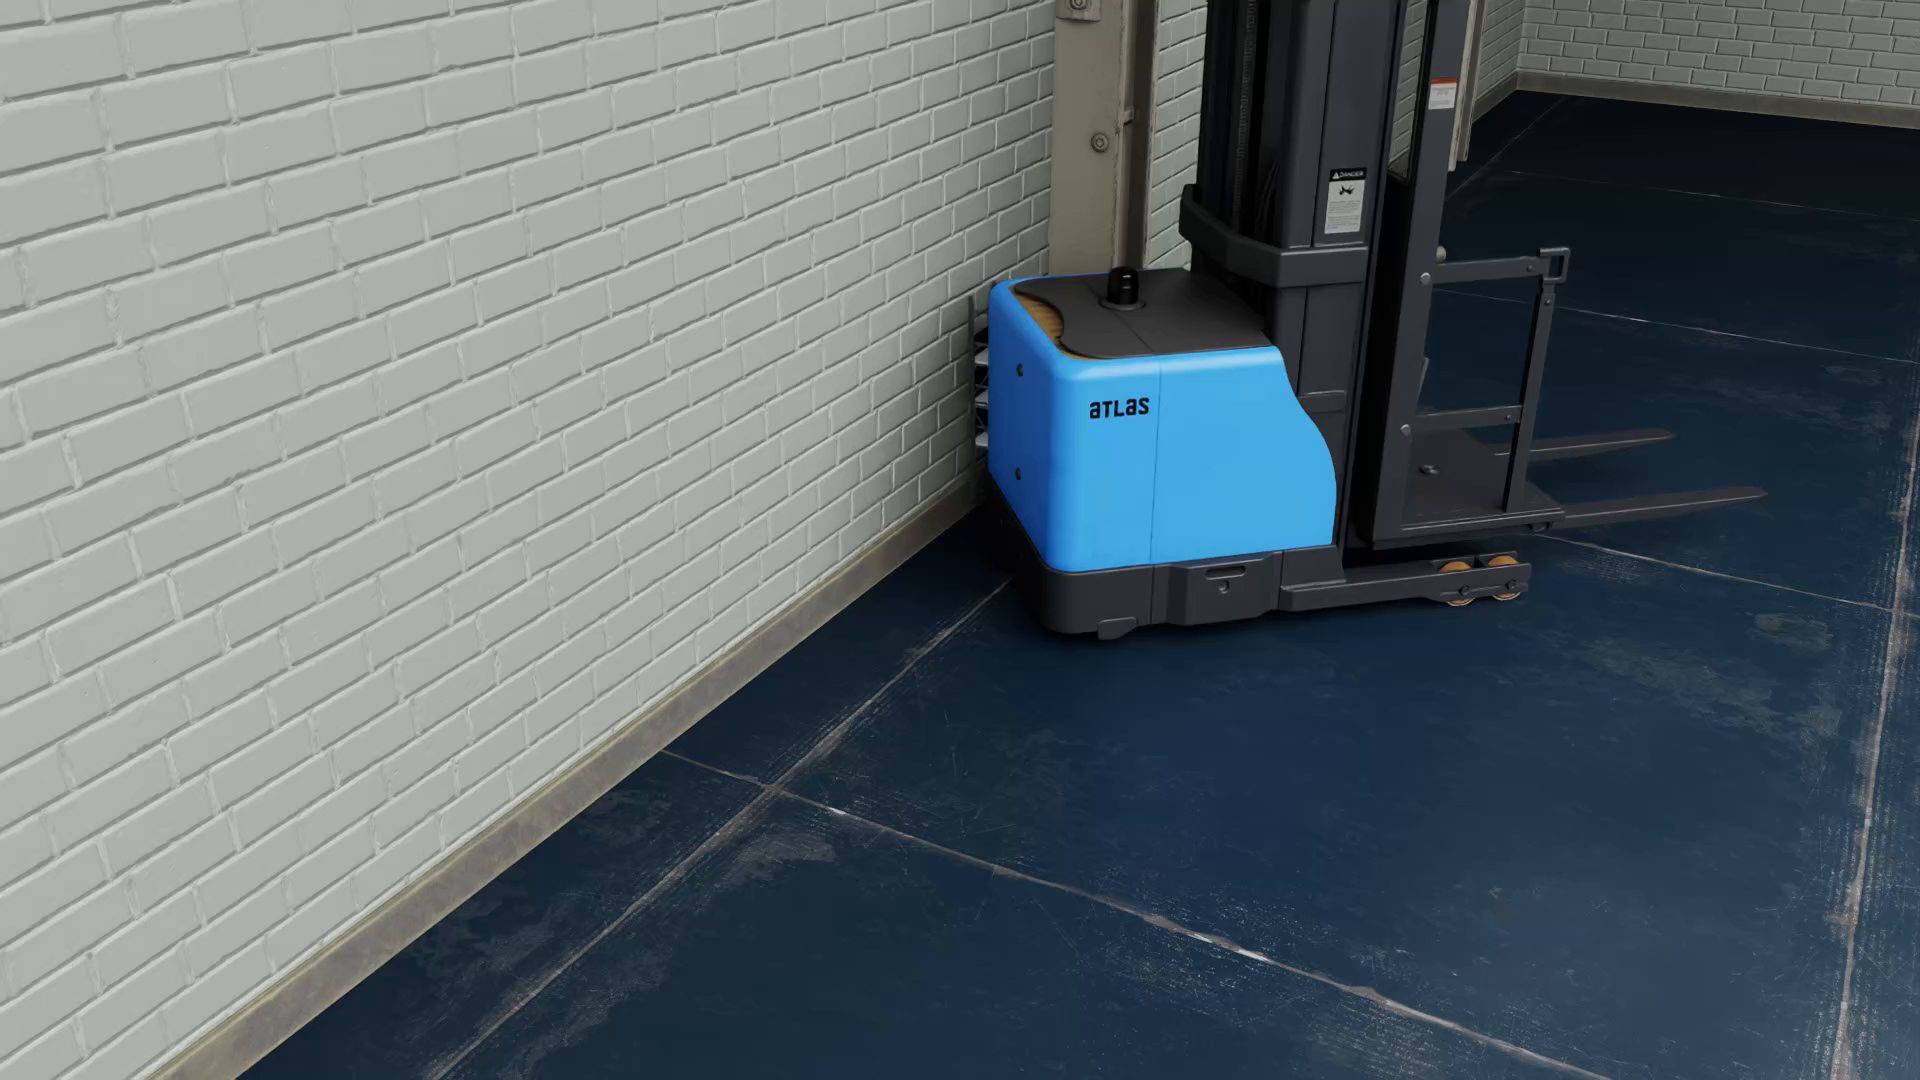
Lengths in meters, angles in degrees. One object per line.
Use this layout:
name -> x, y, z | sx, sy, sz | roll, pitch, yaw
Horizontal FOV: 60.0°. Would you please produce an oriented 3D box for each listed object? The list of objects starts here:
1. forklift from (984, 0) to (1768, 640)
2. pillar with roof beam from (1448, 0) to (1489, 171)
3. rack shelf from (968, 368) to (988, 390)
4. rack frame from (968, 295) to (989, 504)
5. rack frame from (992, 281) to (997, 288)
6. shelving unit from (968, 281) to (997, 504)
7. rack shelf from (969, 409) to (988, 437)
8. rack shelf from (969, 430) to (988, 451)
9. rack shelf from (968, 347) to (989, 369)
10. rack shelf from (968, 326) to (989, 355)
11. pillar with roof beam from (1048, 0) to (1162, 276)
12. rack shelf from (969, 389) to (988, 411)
forklift -> 1.670, -1.285, 6.043 | 3.031, 2.935, 1.130 | -6, 27, -12
pillar with roof beam -> 7.308, -5.877, 8.438 | 9.100, 9.000, 0.400 | 14, 30, 26
rack shelf -> 0.194, -0.631, 6.765 | 0.258, 0.077, 0.200 | 13, 30, 25
rack frame -> 0.147, -0.539, 6.712 | 0.240, 0.900, 0.006 | 13, 30, 25
rack frame -> 0.244, -0.623, 6.870 | 0.240, 0.900, 0.006 | 13, 30, 25
shelving unit -> 0.195, -0.581, 6.791 | 0.258, 0.900, 0.210 | 13, 30, 25
rack shelf -> 0.198, -0.471, 6.847 | 0.258, 0.077, 0.200 | 13, 30, 25
rack shelf -> 0.199, -0.391, 6.888 | 0.258, 0.077, 0.200 | 13, 30, 25
rack shelf -> 0.193, -0.711, 6.724 | 0.258, 0.077, 0.200 | 13, 30, 25
rack shelf -> 0.191, -0.791, 6.683 | 0.258, 0.077, 0.200 | 13, 30, 25
pillar with roof beam -> 4.357, -3.539, 3.767 | 9.100, 9.000, 0.400 | 14, 30, 26
rack shelf -> 0.196, -0.551, 6.806 | 0.258, 0.077, 0.200 | 13, 30, 25
